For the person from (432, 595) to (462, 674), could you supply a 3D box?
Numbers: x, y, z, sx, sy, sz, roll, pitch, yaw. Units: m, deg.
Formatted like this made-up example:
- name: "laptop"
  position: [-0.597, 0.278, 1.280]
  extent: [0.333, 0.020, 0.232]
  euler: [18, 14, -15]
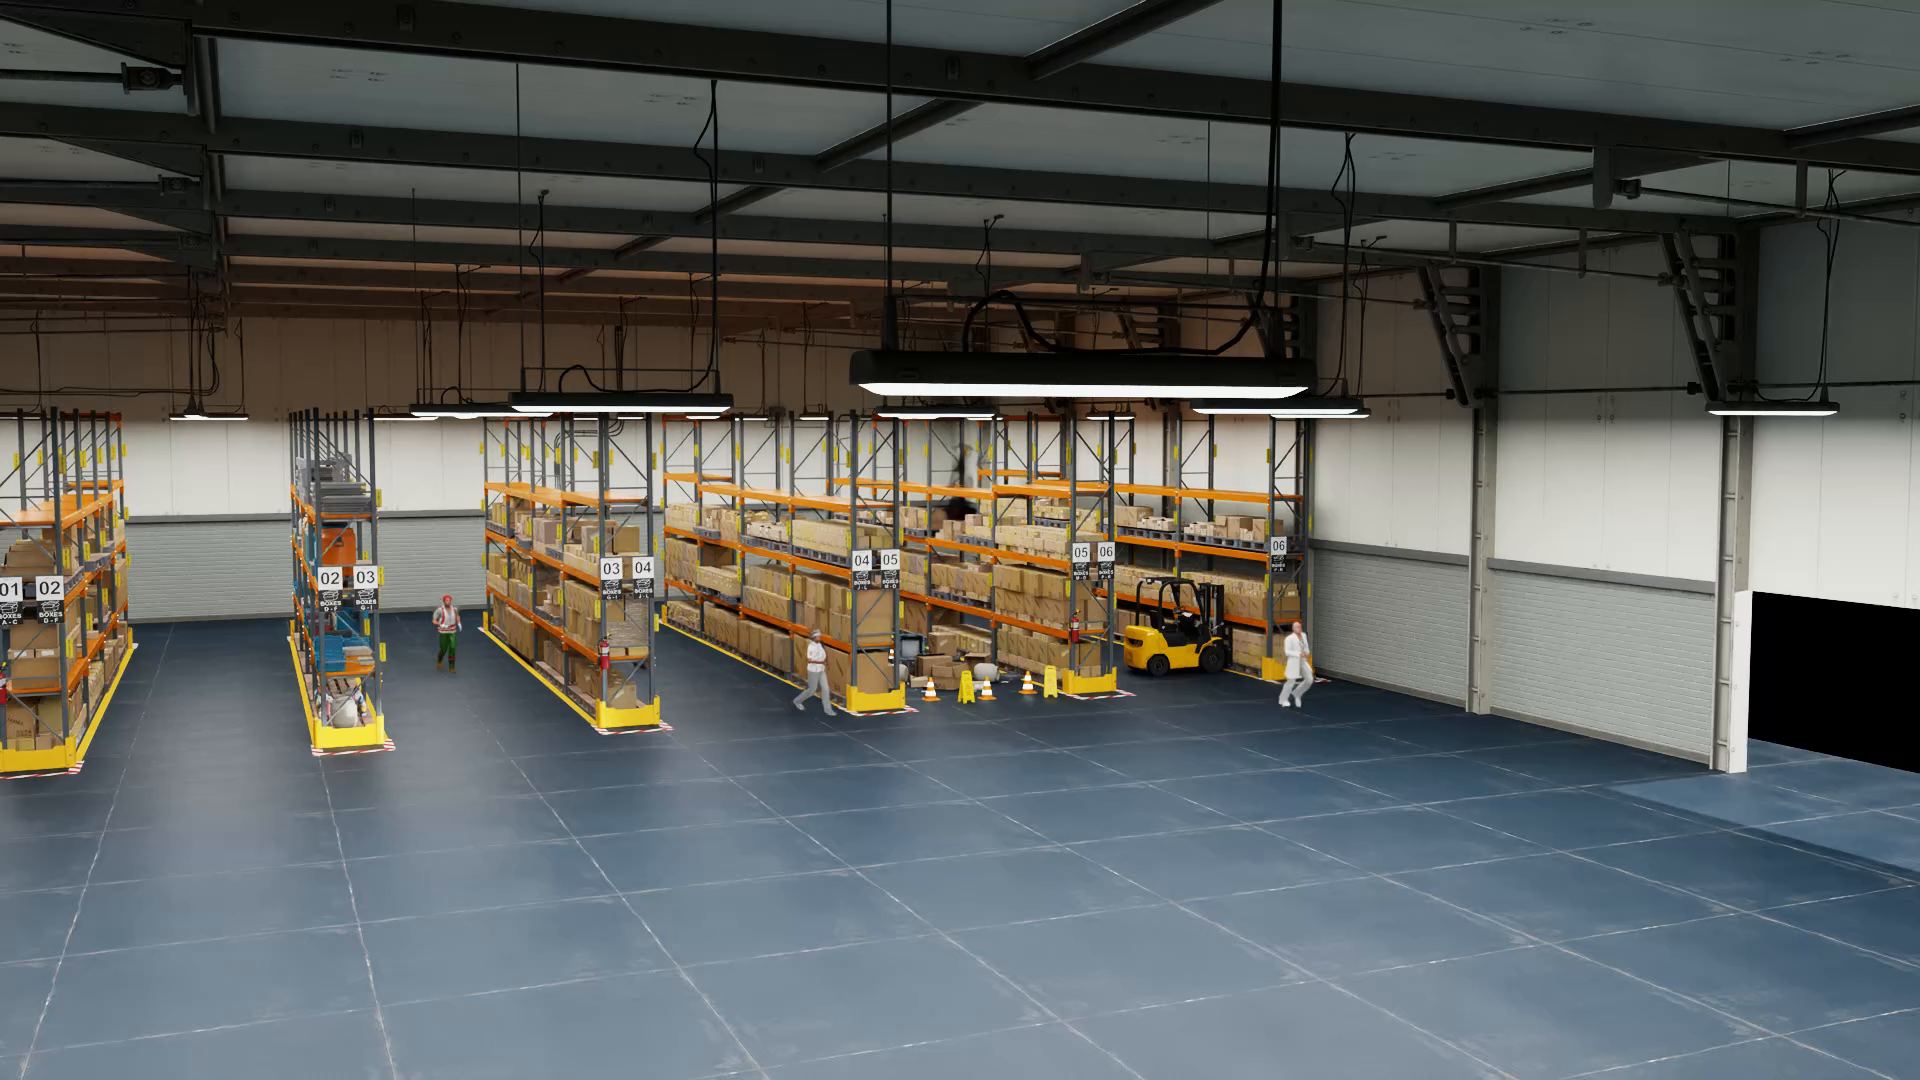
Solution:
- name: "person"
  position: [-11.809, 2.146, 38.295]
  extent: [0.684, 1.795, 0.865]
  euler: [-3, 5, -36]

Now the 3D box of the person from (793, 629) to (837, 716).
- name: "person"
  position: [-2.844, 2.592, 32.611]
  extent: [0.924, 1.707, 0.578]
  euler: [2, 4, 23]

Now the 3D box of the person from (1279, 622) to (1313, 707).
- name: "person"
  position: [6.774, 2.500, 33.323]
  extent: [0.732, 1.736, 0.897]
  euler: [-2, 4, -24]

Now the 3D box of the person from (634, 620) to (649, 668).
- name: "person"
  position: [-7.351, 2.200, 38.752]
  extent: [0.587, 1.613, 0.575]
  euler: [-2, 4, -25]

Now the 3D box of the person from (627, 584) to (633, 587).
- name: "person"
  position: [-9.576, 1.557, 47.055]
  extent: [0.717, 1.788, 0.681]
  euler: [0, 4, 5]
